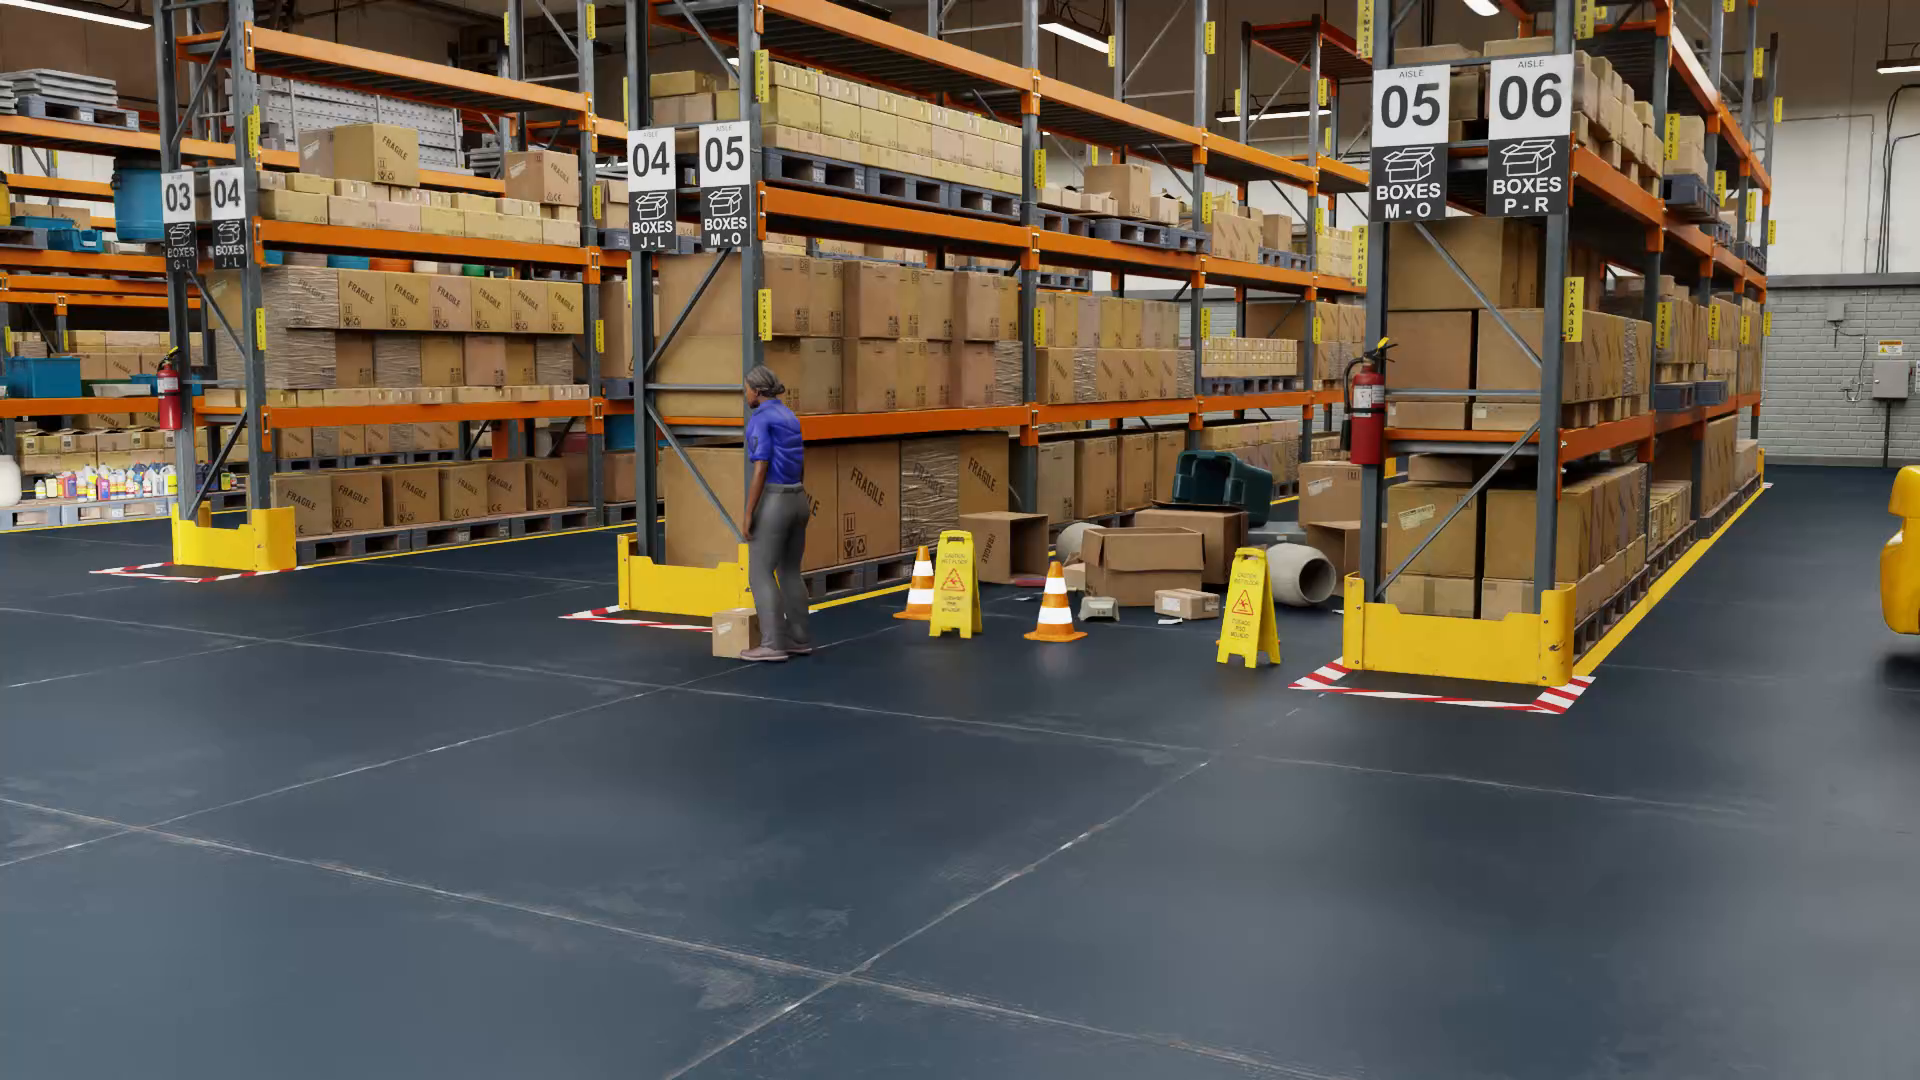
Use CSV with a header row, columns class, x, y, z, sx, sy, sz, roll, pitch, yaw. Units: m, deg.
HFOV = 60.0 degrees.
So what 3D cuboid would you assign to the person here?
class,x,y,z,sx,sy,sz,roll,pitch,yaw
person,-1.038,-0.155,9.349,0.346,1.656,0.529,3,7,26
